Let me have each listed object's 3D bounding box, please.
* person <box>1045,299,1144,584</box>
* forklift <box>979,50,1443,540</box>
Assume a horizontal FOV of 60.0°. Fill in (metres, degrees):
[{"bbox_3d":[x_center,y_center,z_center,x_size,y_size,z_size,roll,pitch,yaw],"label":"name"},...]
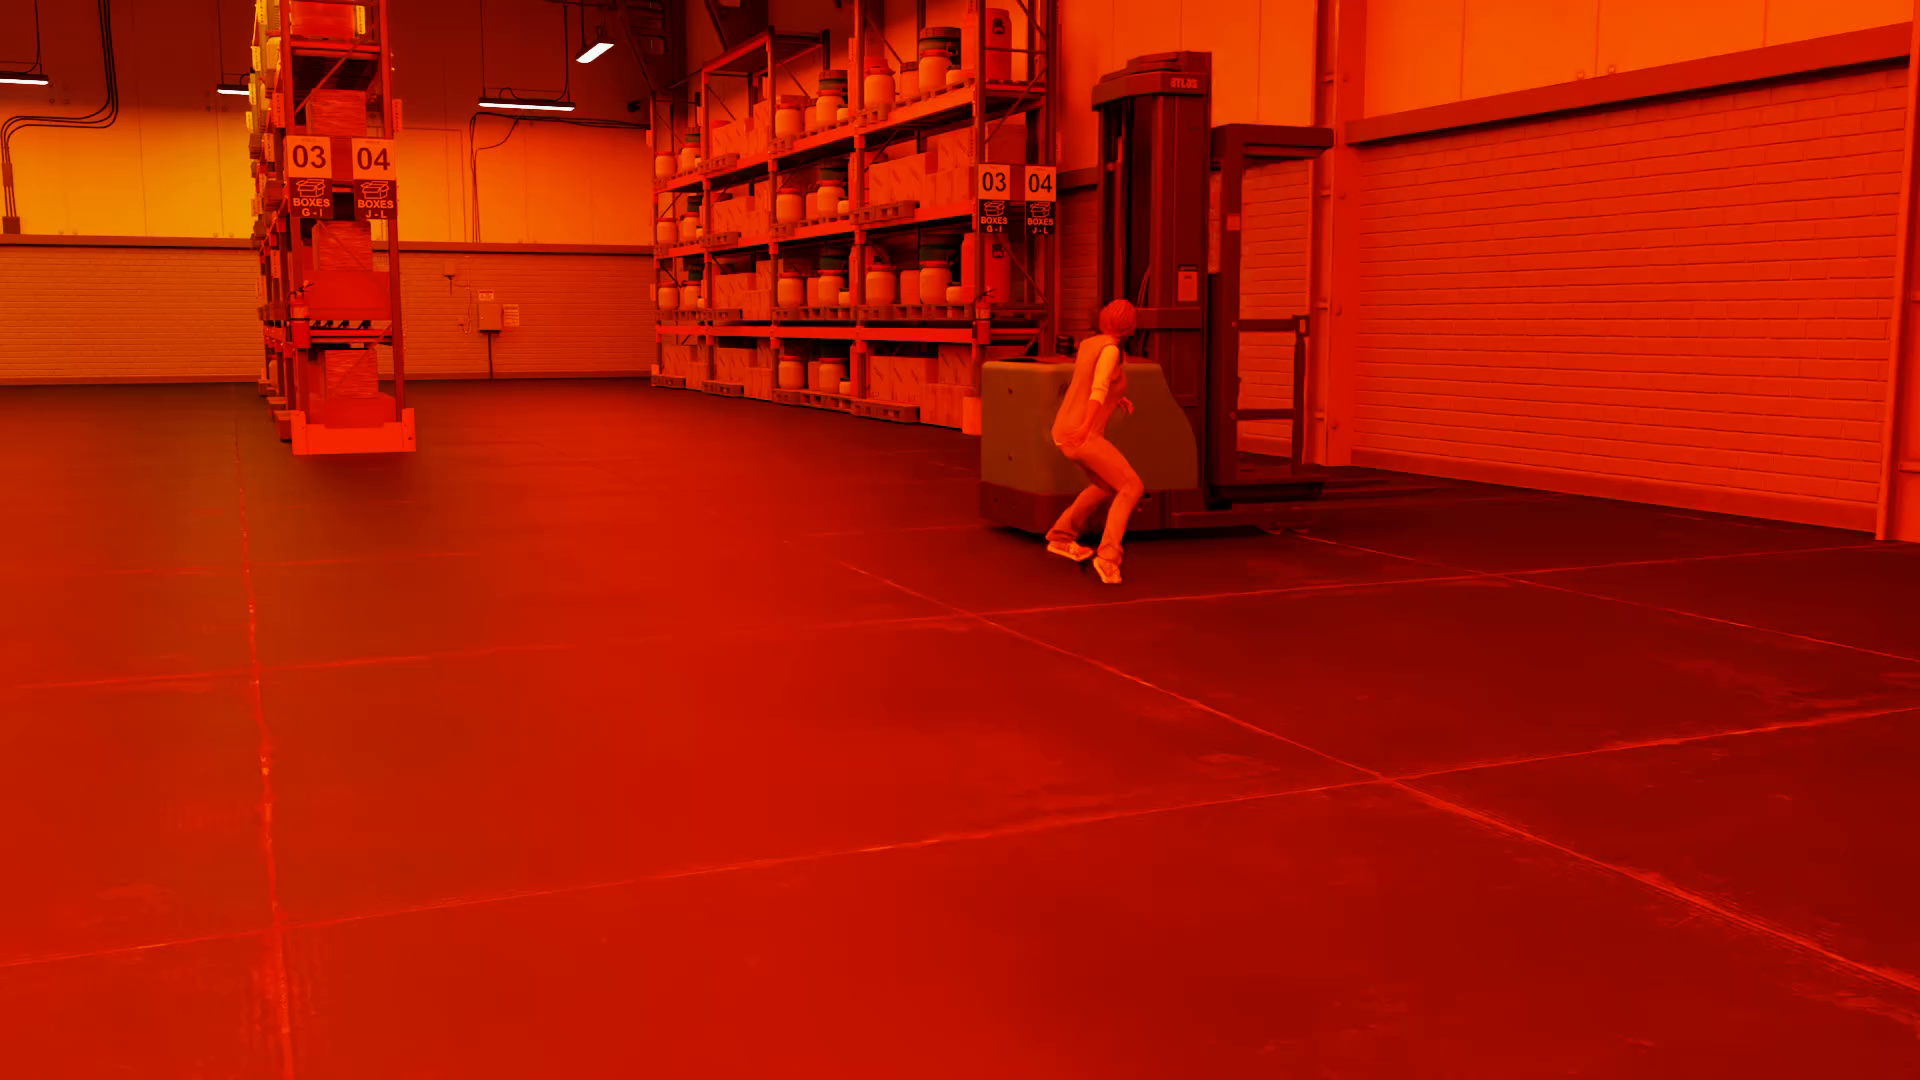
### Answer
[{"bbox_3d":[0.737,-0.497,8.752,0.514,1.526,0.907,-1,8,-5],"label":"person"},{"bbox_3d":[1.690,-1.546,10.669,3.031,2.935,1.130,-3,8,-21],"label":"forklift"}]
